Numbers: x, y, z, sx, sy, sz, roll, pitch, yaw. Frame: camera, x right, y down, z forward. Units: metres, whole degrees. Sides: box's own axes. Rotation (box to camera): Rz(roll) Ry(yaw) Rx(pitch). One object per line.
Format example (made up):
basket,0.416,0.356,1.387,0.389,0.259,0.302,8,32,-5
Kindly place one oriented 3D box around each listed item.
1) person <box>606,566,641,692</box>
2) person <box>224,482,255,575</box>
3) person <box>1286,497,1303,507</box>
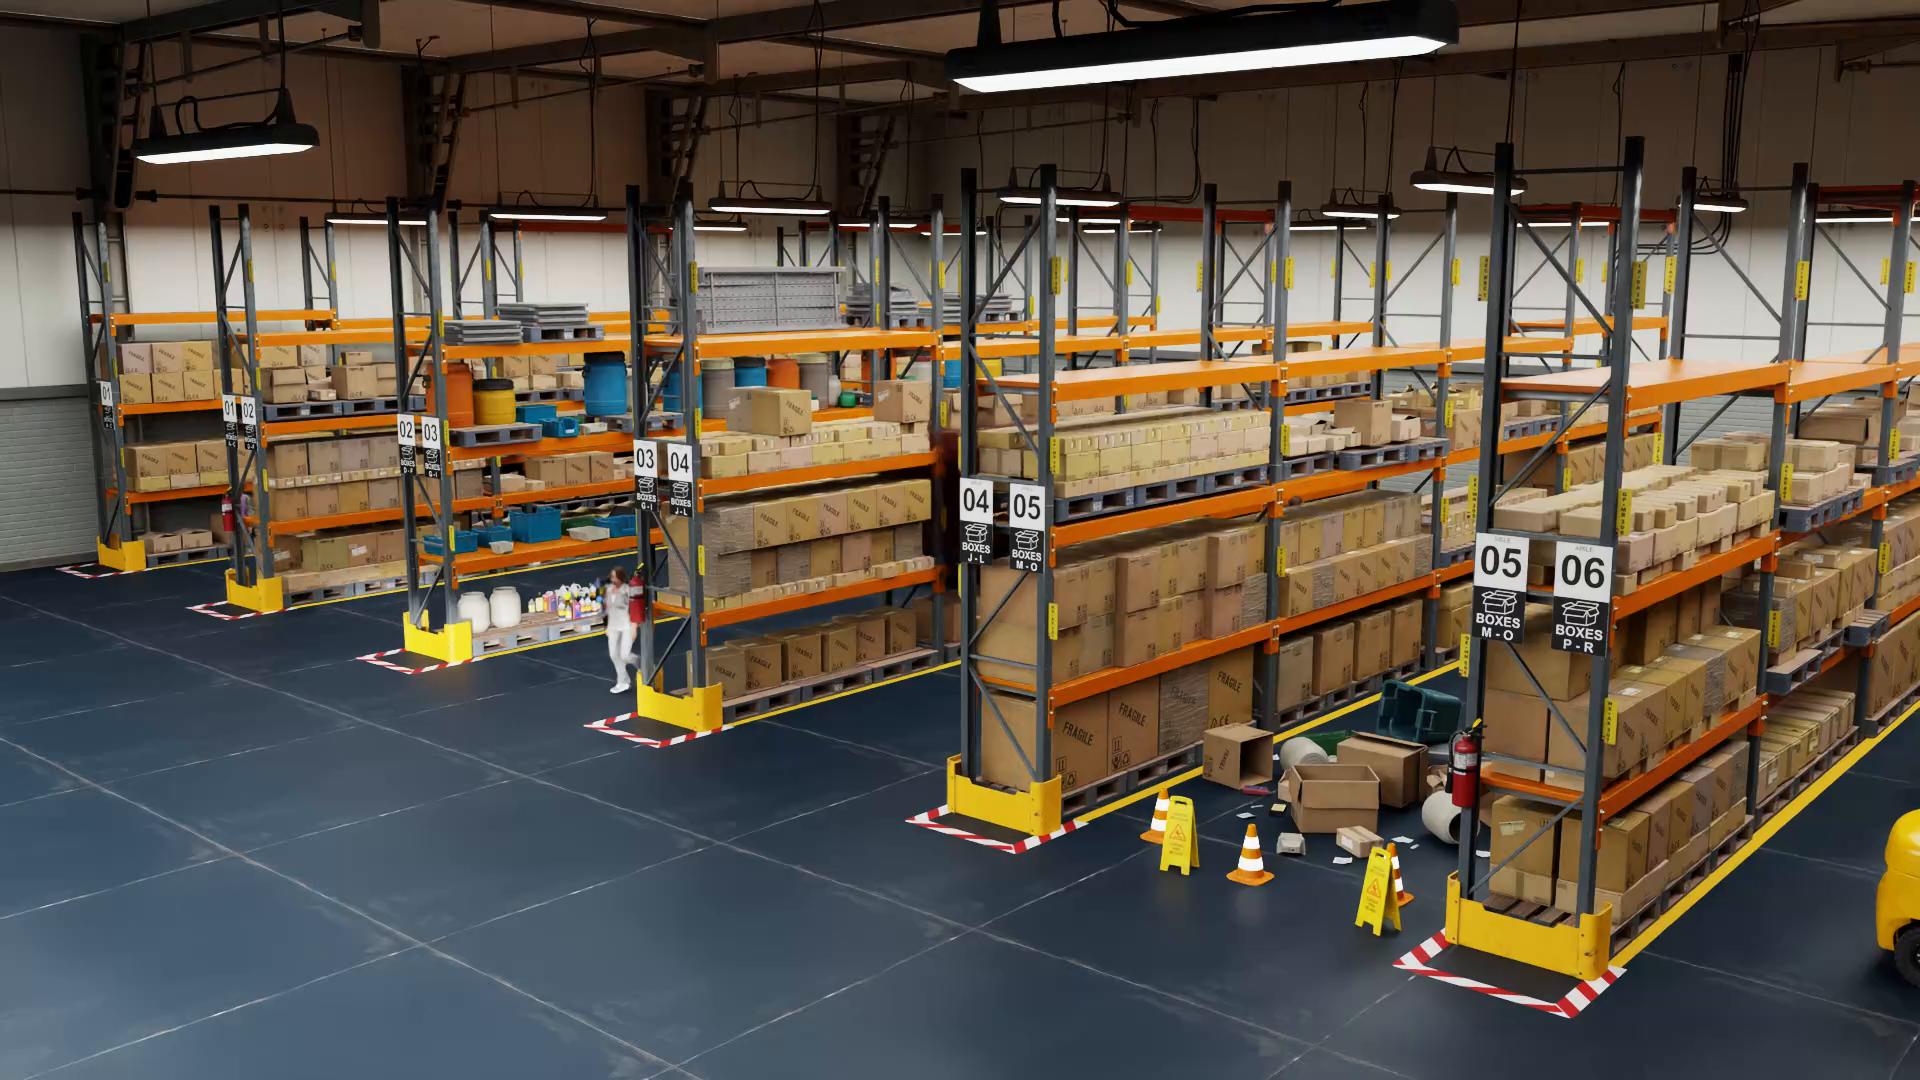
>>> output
person,-4.053,1.065,20.210,0.481,1.577,0.517,5,11,27
person,-12.029,-0.230,27.900,0.474,1.524,0.988,1,10,8
person,4.964,0.173,25.177,0.510,1.671,0.494,-1,10,-7
